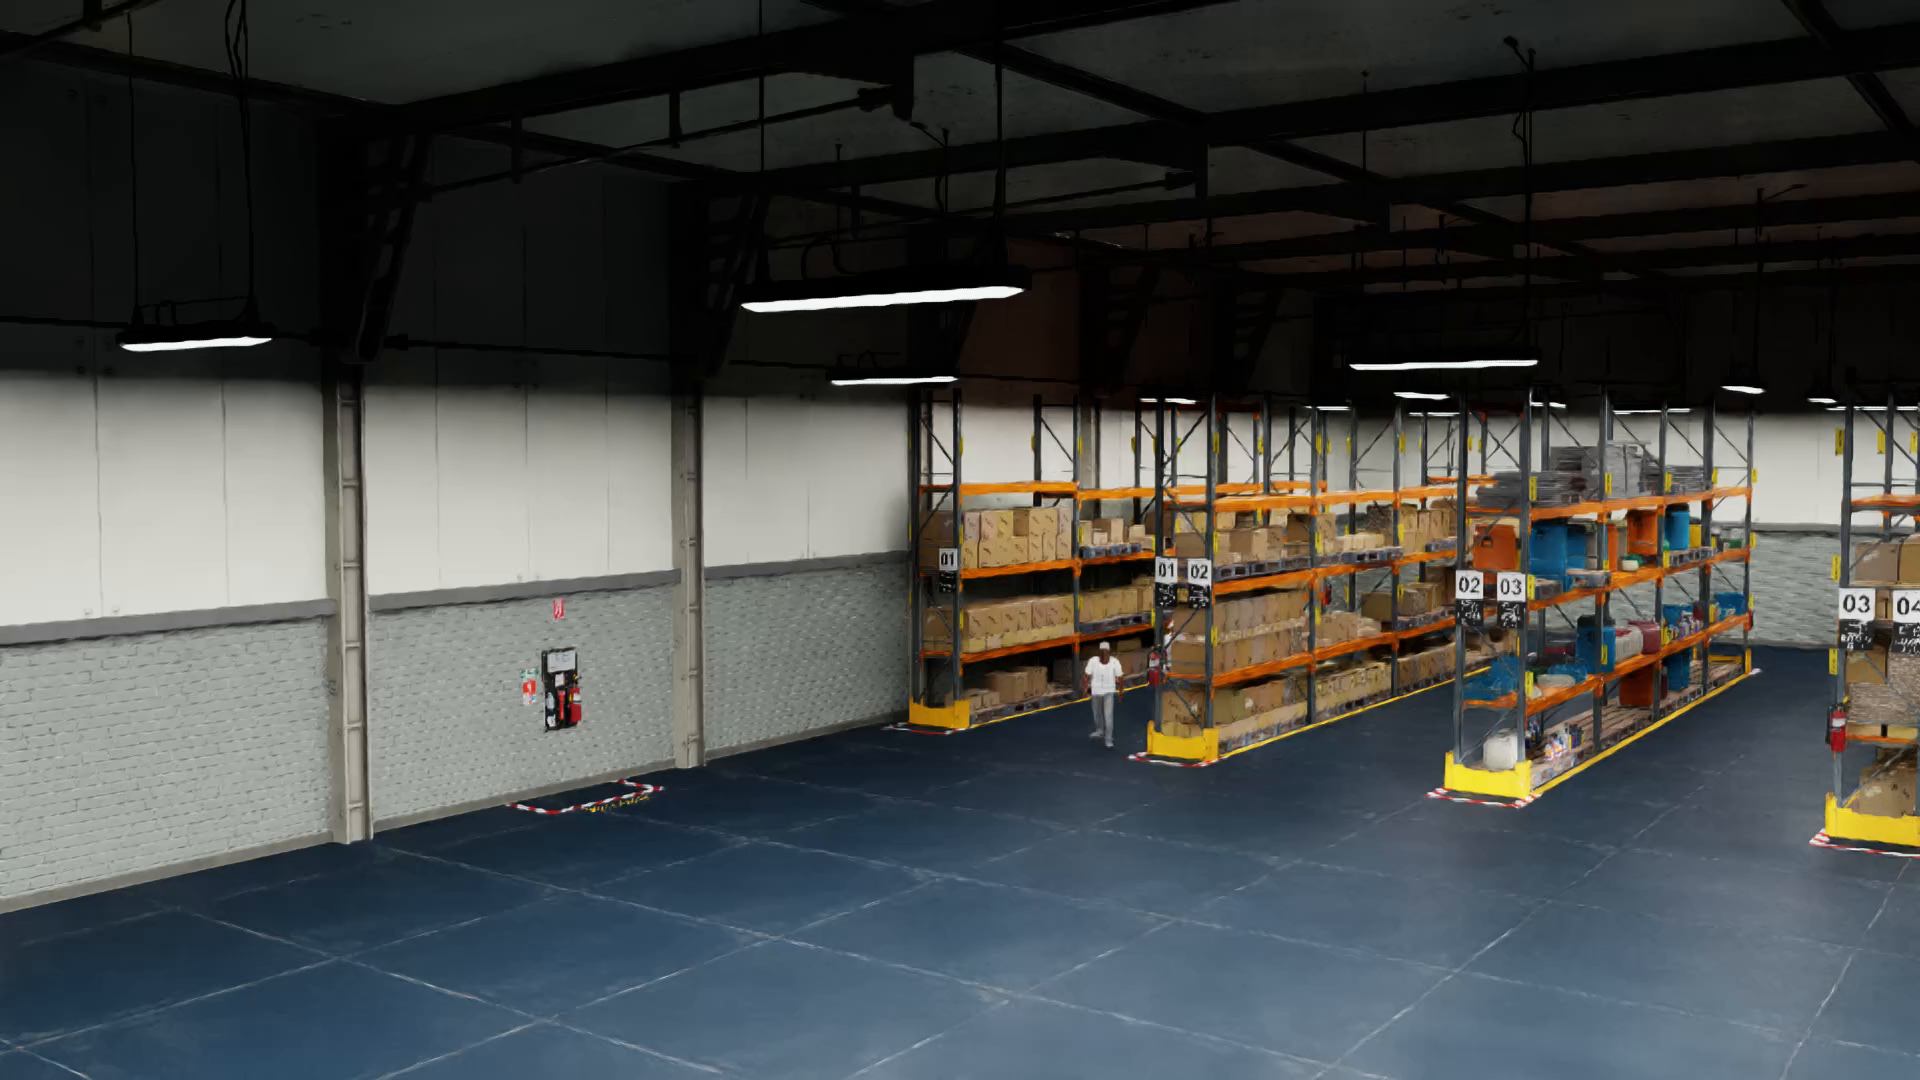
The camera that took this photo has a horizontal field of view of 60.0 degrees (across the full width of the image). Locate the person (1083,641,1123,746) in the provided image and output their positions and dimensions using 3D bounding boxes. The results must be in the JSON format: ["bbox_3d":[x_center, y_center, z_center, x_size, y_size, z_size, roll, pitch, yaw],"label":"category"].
[{"bbox_3d":[2.412,2.541,27.891,0.640,1.719,0.865,1,3,17],"label":"person"}]

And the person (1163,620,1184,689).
[{"bbox_3d":[4.059,2.343,31.358,0.571,1.701,1.112,2,4,34],"label":"person"}]
